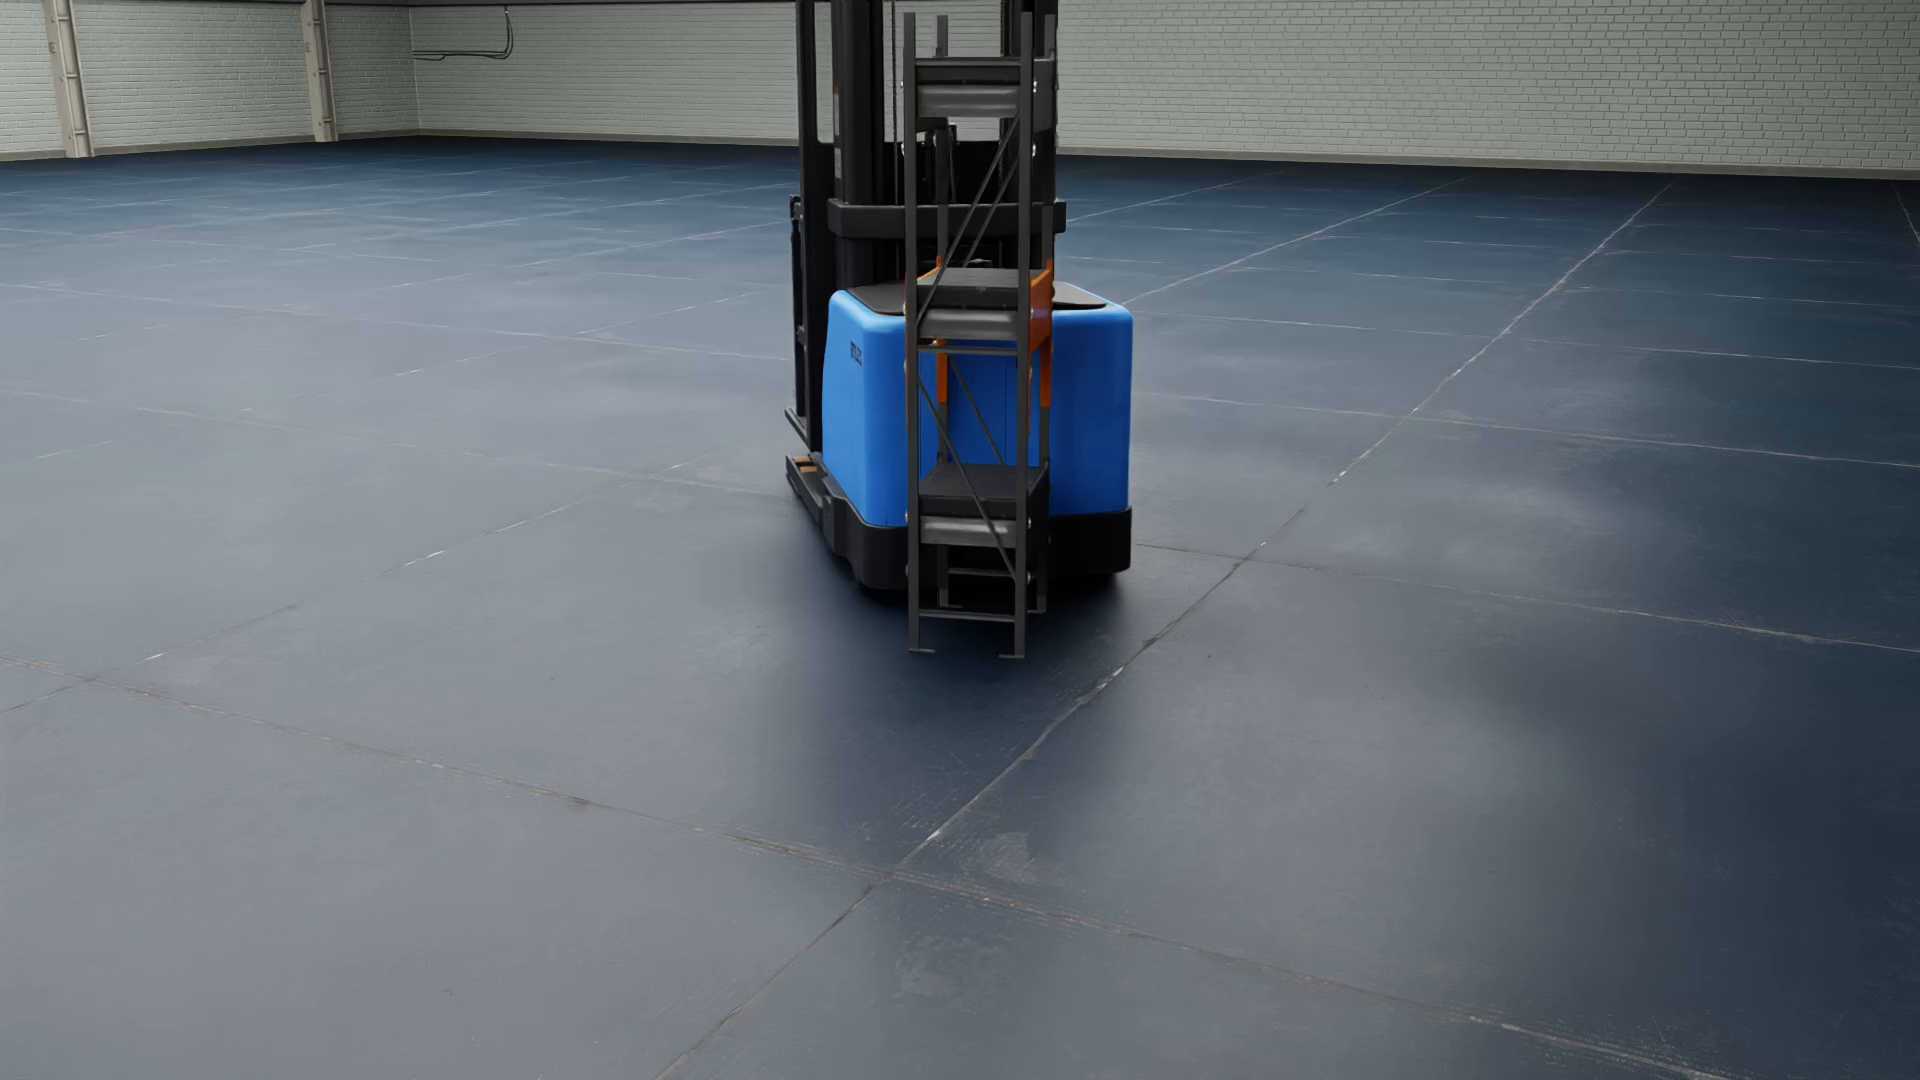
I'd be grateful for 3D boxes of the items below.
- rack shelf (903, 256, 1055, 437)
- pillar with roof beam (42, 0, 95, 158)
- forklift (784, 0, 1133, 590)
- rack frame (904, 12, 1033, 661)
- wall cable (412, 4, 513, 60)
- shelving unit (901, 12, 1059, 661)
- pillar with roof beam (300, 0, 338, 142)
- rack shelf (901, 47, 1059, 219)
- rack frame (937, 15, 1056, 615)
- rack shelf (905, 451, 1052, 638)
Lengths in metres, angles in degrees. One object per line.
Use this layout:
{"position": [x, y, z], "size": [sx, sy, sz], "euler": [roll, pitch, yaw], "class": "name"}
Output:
{"position": [0.072, -0.664, 5.622], "size": [0.431, 0.518, 0.480], "euler": [3, 17, 11], "class": "rack shelf"}
{"position": [-12.722, -10.982, 28.195], "size": [9.100, 9.000, 0.400], "euler": [8, 18, 25], "class": "pillar with roof beam"}
{"position": [-0.194, -1.598, 7.258], "size": [1.130, 2.935, 3.031], "euler": [-4, 17, -13], "class": "forklift"}
{"position": [0.024, -0.609, 5.389], "size": [0.400, 2.100, 0.015], "euler": [3, 17, 11], "class": "rack frame"}
{"position": [-11.393, -12.152, 37.586], "size": [3.097, 2.526, 0.112], "euler": [8, 18, 25], "class": "wall cable"}
{"position": [0.072, -0.678, 5.618], "size": [0.431, 2.100, 0.503], "euler": [3, 17, 11], "class": "shelving unit"}
{"position": [-10.041, -12.511, 33.340], "size": [9.100, 9.000, 0.400], "euler": [8, 18, 25], "class": "pillar with roof beam"}
{"position": [0.072, -1.336, 5.422], "size": [0.431, 0.518, 0.480], "euler": [3, 17, 11], "class": "rack shelf"}
{"position": [0.120, -0.746, 5.847], "size": [0.400, 2.100, 0.015], "euler": [3, 17, 11], "class": "rack frame"}
{"position": [0.072, 0.007, 5.821], "size": [0.431, 0.518, 0.480], "euler": [3, 17, 11], "class": "rack shelf"}
